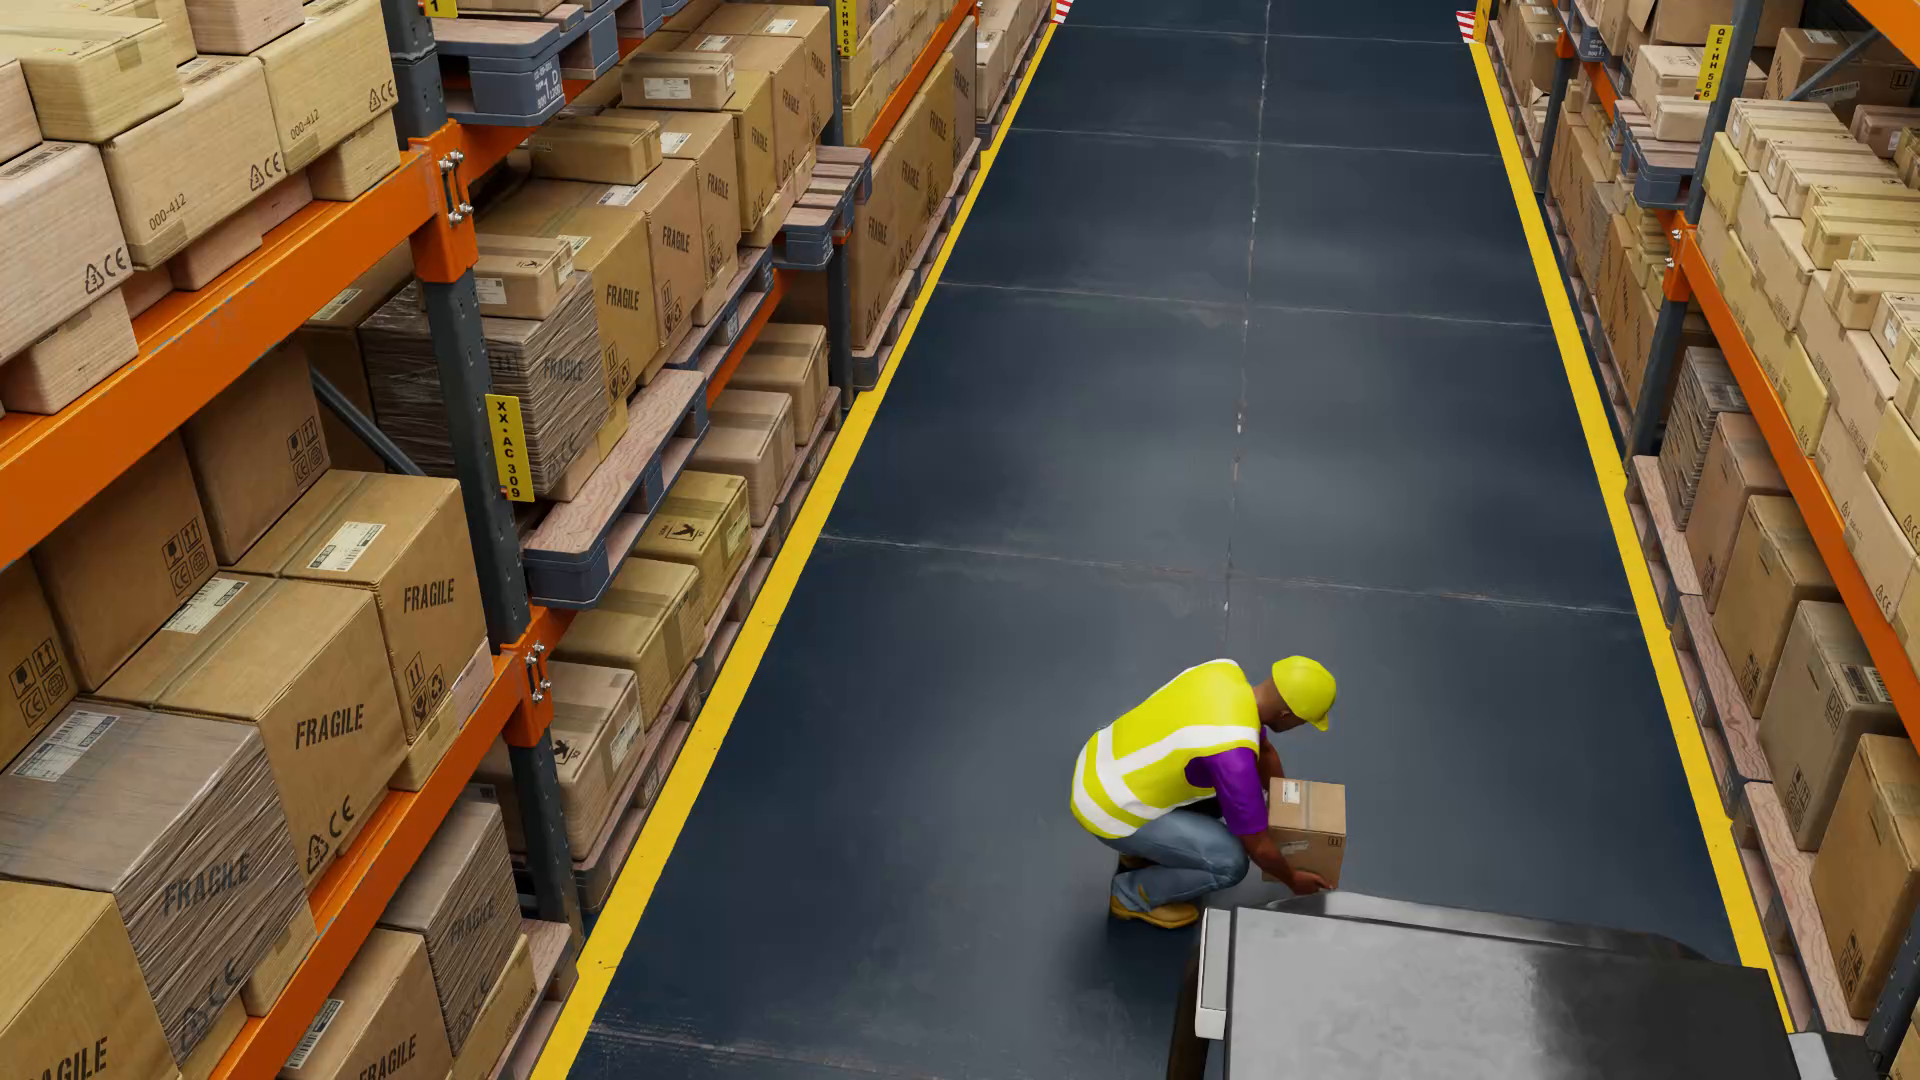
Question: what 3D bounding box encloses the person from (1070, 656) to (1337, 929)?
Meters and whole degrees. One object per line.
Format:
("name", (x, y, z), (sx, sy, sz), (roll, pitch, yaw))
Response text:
("person", (0.825, 0.801, 5.576), (0.891, 0.994, 0.588), (5, 33, 8))
